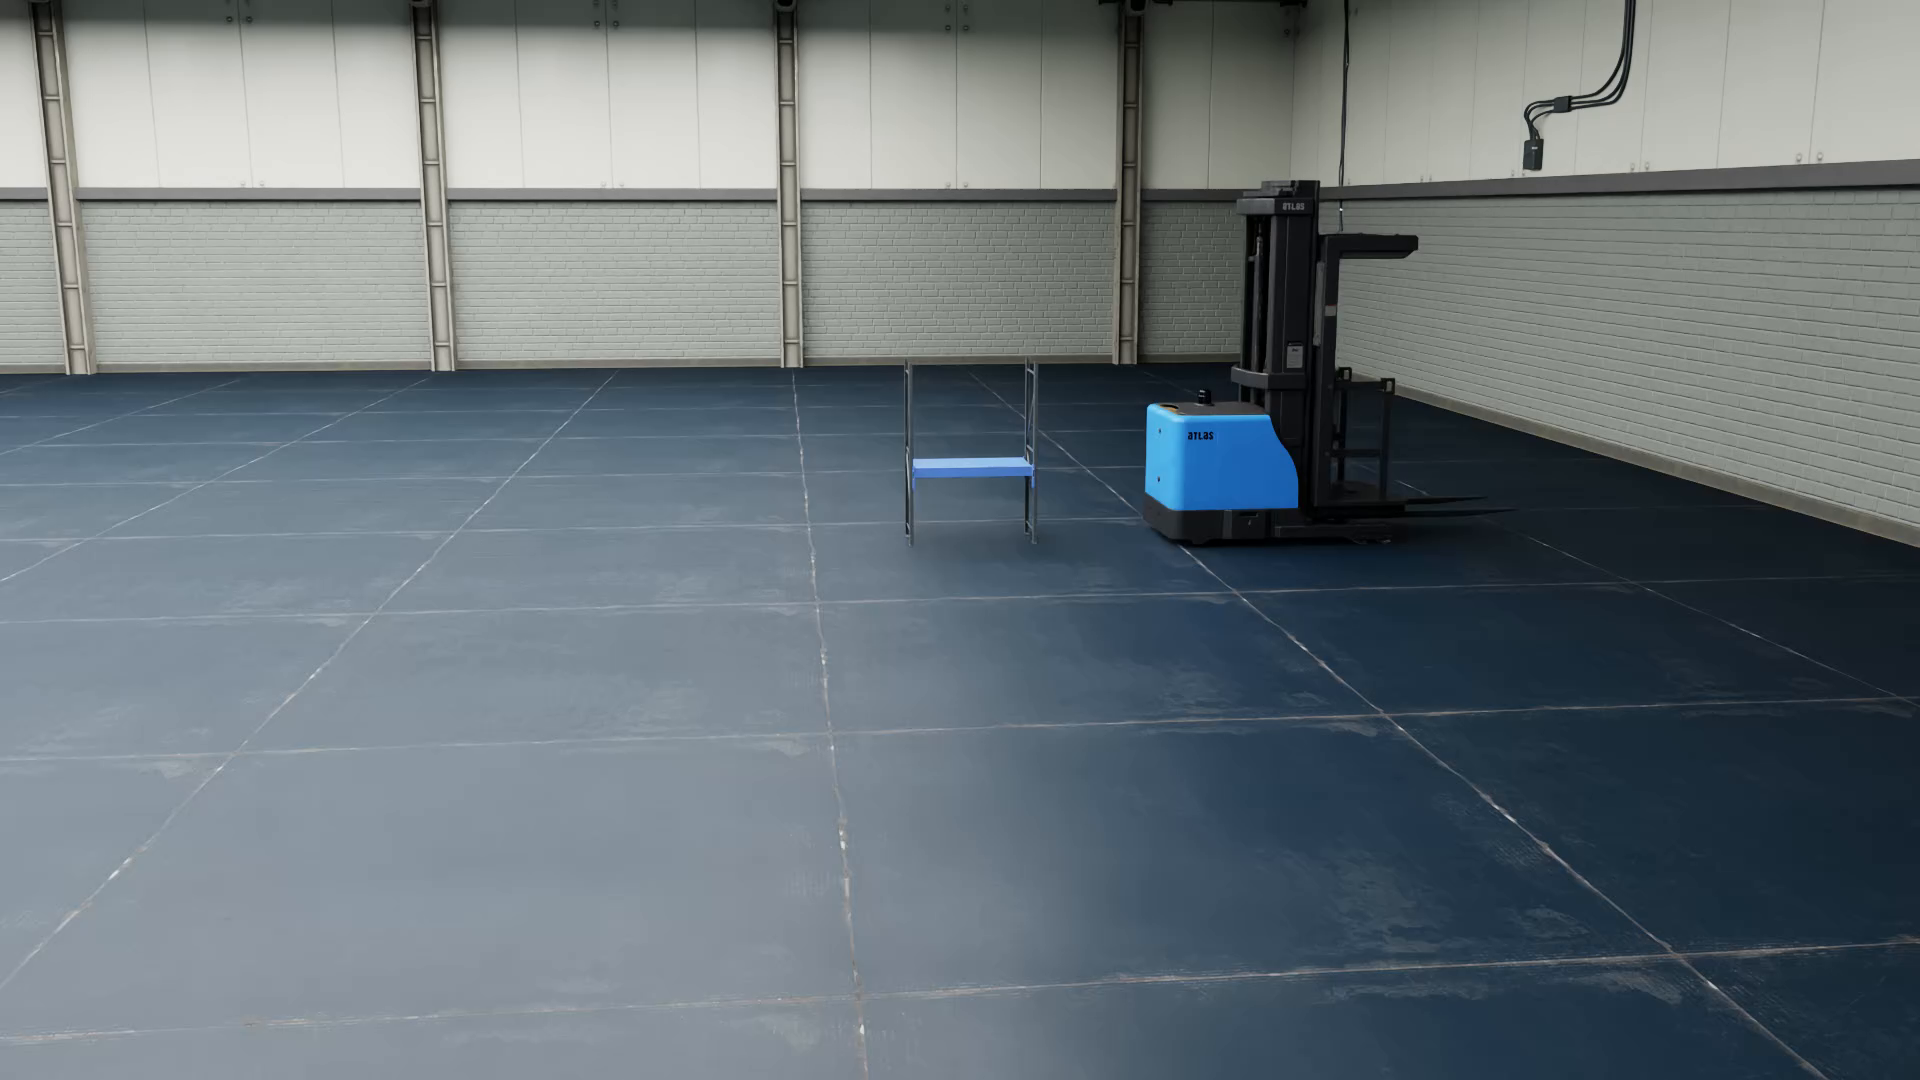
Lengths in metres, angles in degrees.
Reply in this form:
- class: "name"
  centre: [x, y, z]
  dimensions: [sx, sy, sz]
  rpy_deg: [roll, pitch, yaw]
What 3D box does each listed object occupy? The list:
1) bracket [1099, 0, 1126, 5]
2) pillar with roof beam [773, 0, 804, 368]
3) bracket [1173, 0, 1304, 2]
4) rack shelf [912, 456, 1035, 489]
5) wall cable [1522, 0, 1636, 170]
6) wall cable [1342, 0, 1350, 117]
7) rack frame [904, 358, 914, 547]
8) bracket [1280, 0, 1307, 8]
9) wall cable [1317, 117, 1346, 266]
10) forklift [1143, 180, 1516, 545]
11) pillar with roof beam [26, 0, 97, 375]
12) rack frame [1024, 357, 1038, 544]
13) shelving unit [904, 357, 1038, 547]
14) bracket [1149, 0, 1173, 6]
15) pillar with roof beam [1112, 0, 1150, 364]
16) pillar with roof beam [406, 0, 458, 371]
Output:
- class: "bracket"
  centre: [2.610, -9.306, 28.546]
  dimensions: [0.430, 0.232, 0.235]
  rpy_deg: [-1, 11, -6]
- class: "pillar with roof beam"
  centre: [-2.516, -6.666, 24.448]
  dimensions: [0.548, 9.000, 9.100]
  rpy_deg: [-1, 11, -6]
- class: "bracket"
  centre: [5.204, -9.361, 28.822]
  dimensions: [3.189, 0.066, 0.076]
  rpy_deg: [-1, 11, -6]
- class: "rack shelf"
  centre: [0.085, -0.561, 13.767]
  dimensions: [1.000, 0.185, 0.538]
  rpy_deg: [-1, 11, -6]
- class: "wall cable"
  centre: [7.065, -7.272, 18.715]
  dimensions: [0.169, 6.003, 2.305]
  rpy_deg: [-1, 11, -6]
- class: "wall cable"
  centre: [6.348, -7.860, 25.479]
  dimensions: [0.112, 2.526, 3.097]
  rpy_deg: [-1, 11, -6]
- class: "rack frame"
  centre: [-0.421, -0.727, 13.679]
  dimensions: [0.032, 1.500, 0.500]
  rpy_deg: [-1, 11, -6]
- class: "bracket"
  centre: [5.791, -9.373, 28.885]
  dimensions: [0.430, 0.232, 0.235]
  rpy_deg: [-1, 11, -6]
- class: "wall cable"
  centre: [6.056, -5.901, 28.605]
  dimensions: [0.112, 2.526, 3.097]
  rpy_deg: [-1, 11, -6]
- class: "forklift"
  centre: [3.146, -1.503, 13.917]
  dimensions: [3.031, 2.935, 1.130]
  rpy_deg: [-1, 11, -7]
- class: "pillar with roof beam"
  centre: [-14.446, -6.416, 23.177]
  dimensions: [0.548, 9.000, 9.100]
  rpy_deg: [-1, 11, -6]
- class: "rack frame"
  centre: [0.590, -0.748, 13.786]
  dimensions: [0.032, 1.500, 0.500]
  rpy_deg: [-1, 11, -6]
- class: "shelving unit"
  centre: [0.085, -0.738, 13.732]
  dimensions: [1.048, 1.500, 0.538]
  rpy_deg: [-1, 11, -6]
- class: "bracket"
  centre: [3.435, -9.323, 28.634]
  dimensions: [0.430, 0.232, 0.235]
  rpy_deg: [-1, 11, -6]
- class: "pillar with roof beam"
  centre: [3.449, -6.791, 25.084]
  dimensions: [0.548, 9.000, 9.100]
  rpy_deg: [-1, 11, -6]
- class: "pillar with roof beam"
  centre: [-8.481, -6.541, 23.812]
  dimensions: [0.548, 9.000, 9.100]
  rpy_deg: [-1, 11, -6]
